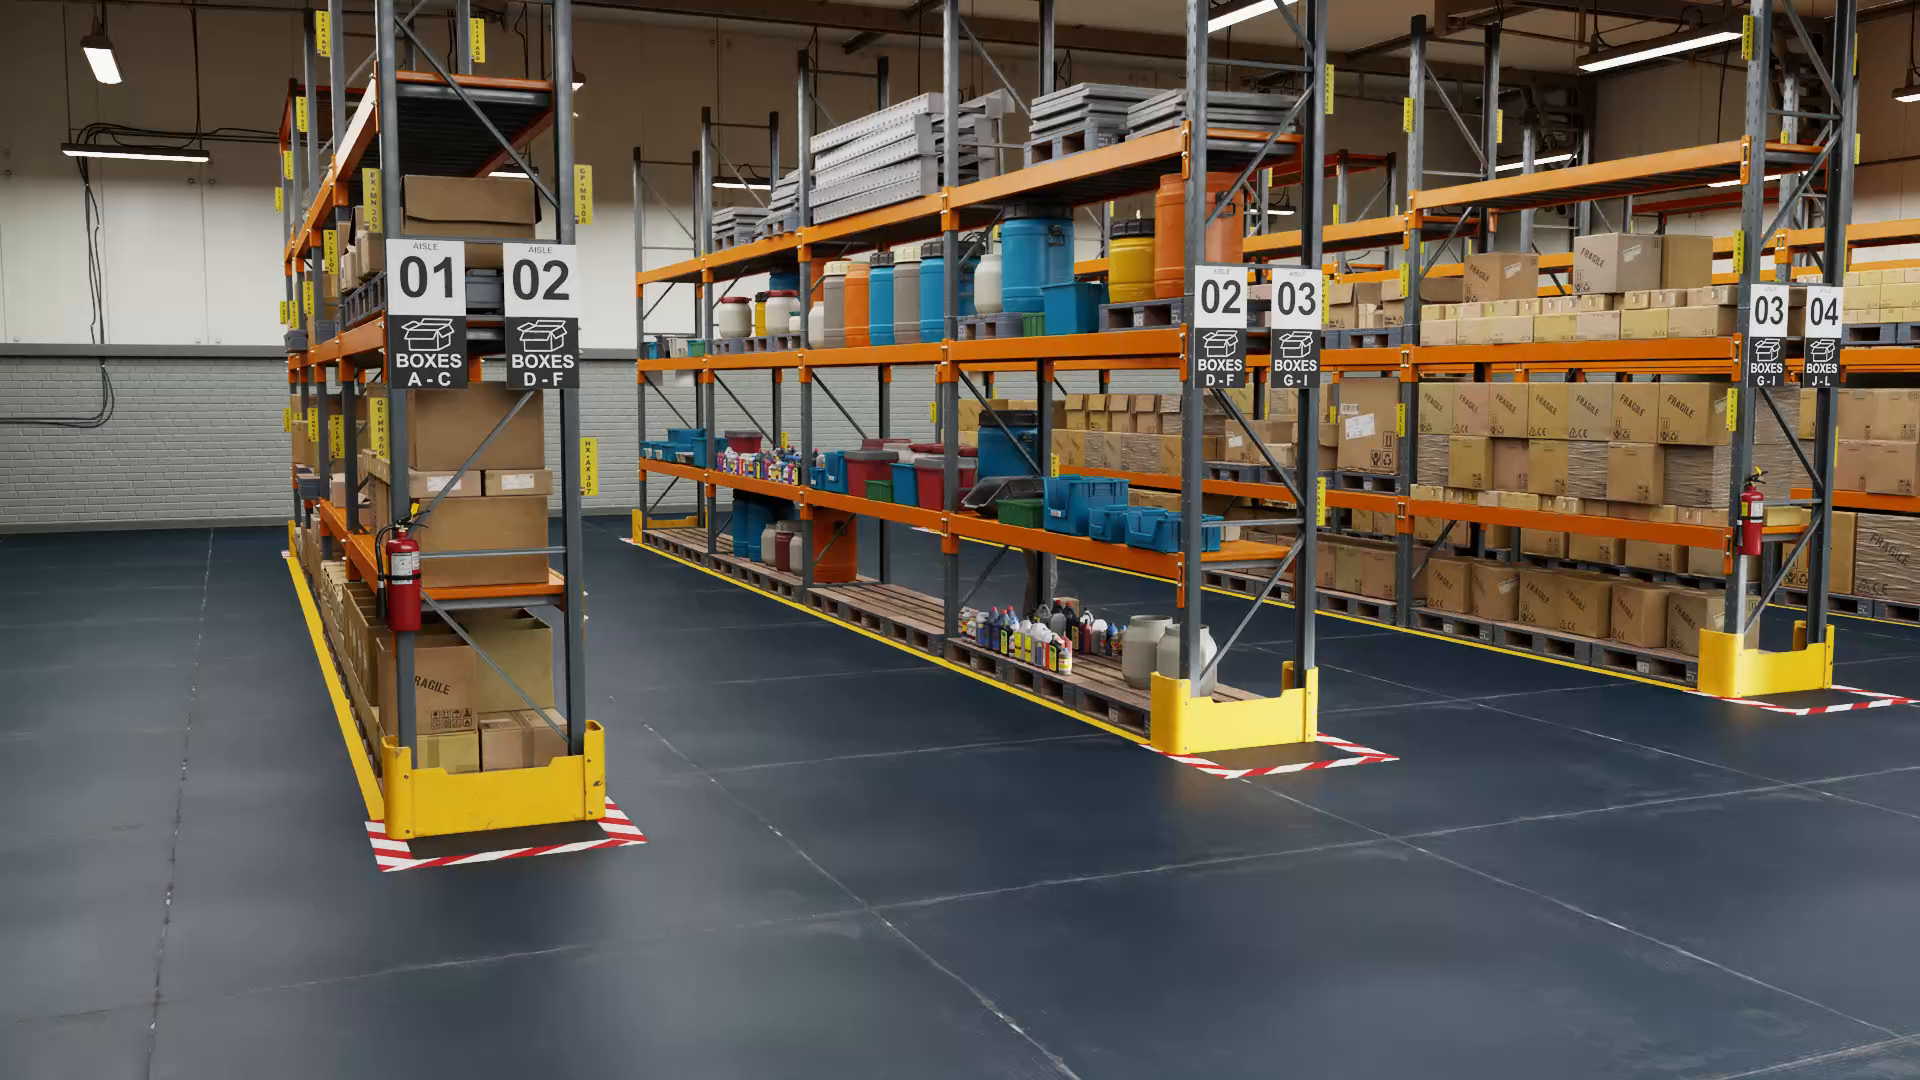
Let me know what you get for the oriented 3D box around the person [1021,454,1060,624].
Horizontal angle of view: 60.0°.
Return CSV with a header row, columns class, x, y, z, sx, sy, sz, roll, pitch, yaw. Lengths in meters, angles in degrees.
class,x,y,z,sx,sy,sz,roll,pitch,yaw
person,0.811,-0.020,16.818,0.459,1.773,0.590,-3,6,-26
